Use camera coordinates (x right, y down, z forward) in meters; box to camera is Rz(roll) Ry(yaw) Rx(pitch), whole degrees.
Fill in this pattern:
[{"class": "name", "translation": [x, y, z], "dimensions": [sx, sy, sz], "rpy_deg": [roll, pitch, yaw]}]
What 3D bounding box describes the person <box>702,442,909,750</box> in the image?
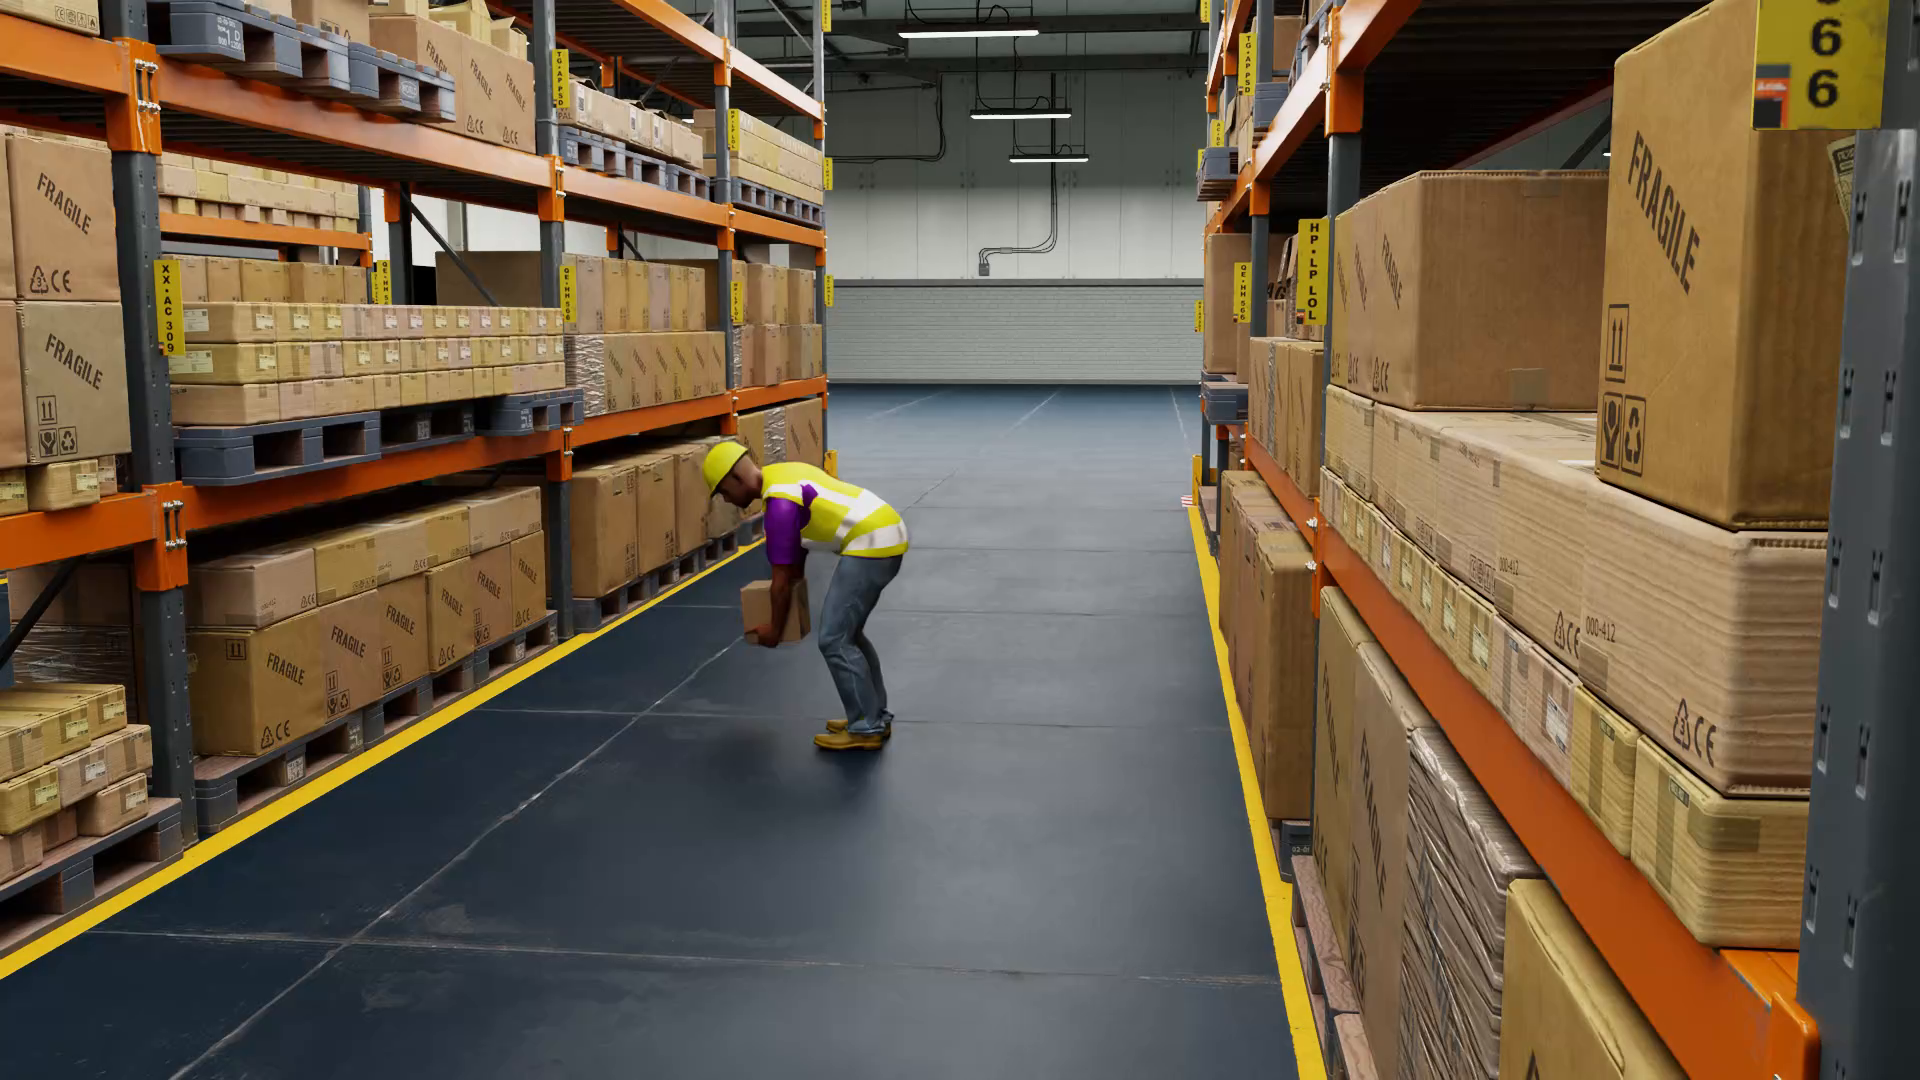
[{"class": "person", "translation": [-0.691, 0.238, 7.457], "dimensions": [0.918, 1.355, 0.475], "rpy_deg": [1, 8, 5]}]
